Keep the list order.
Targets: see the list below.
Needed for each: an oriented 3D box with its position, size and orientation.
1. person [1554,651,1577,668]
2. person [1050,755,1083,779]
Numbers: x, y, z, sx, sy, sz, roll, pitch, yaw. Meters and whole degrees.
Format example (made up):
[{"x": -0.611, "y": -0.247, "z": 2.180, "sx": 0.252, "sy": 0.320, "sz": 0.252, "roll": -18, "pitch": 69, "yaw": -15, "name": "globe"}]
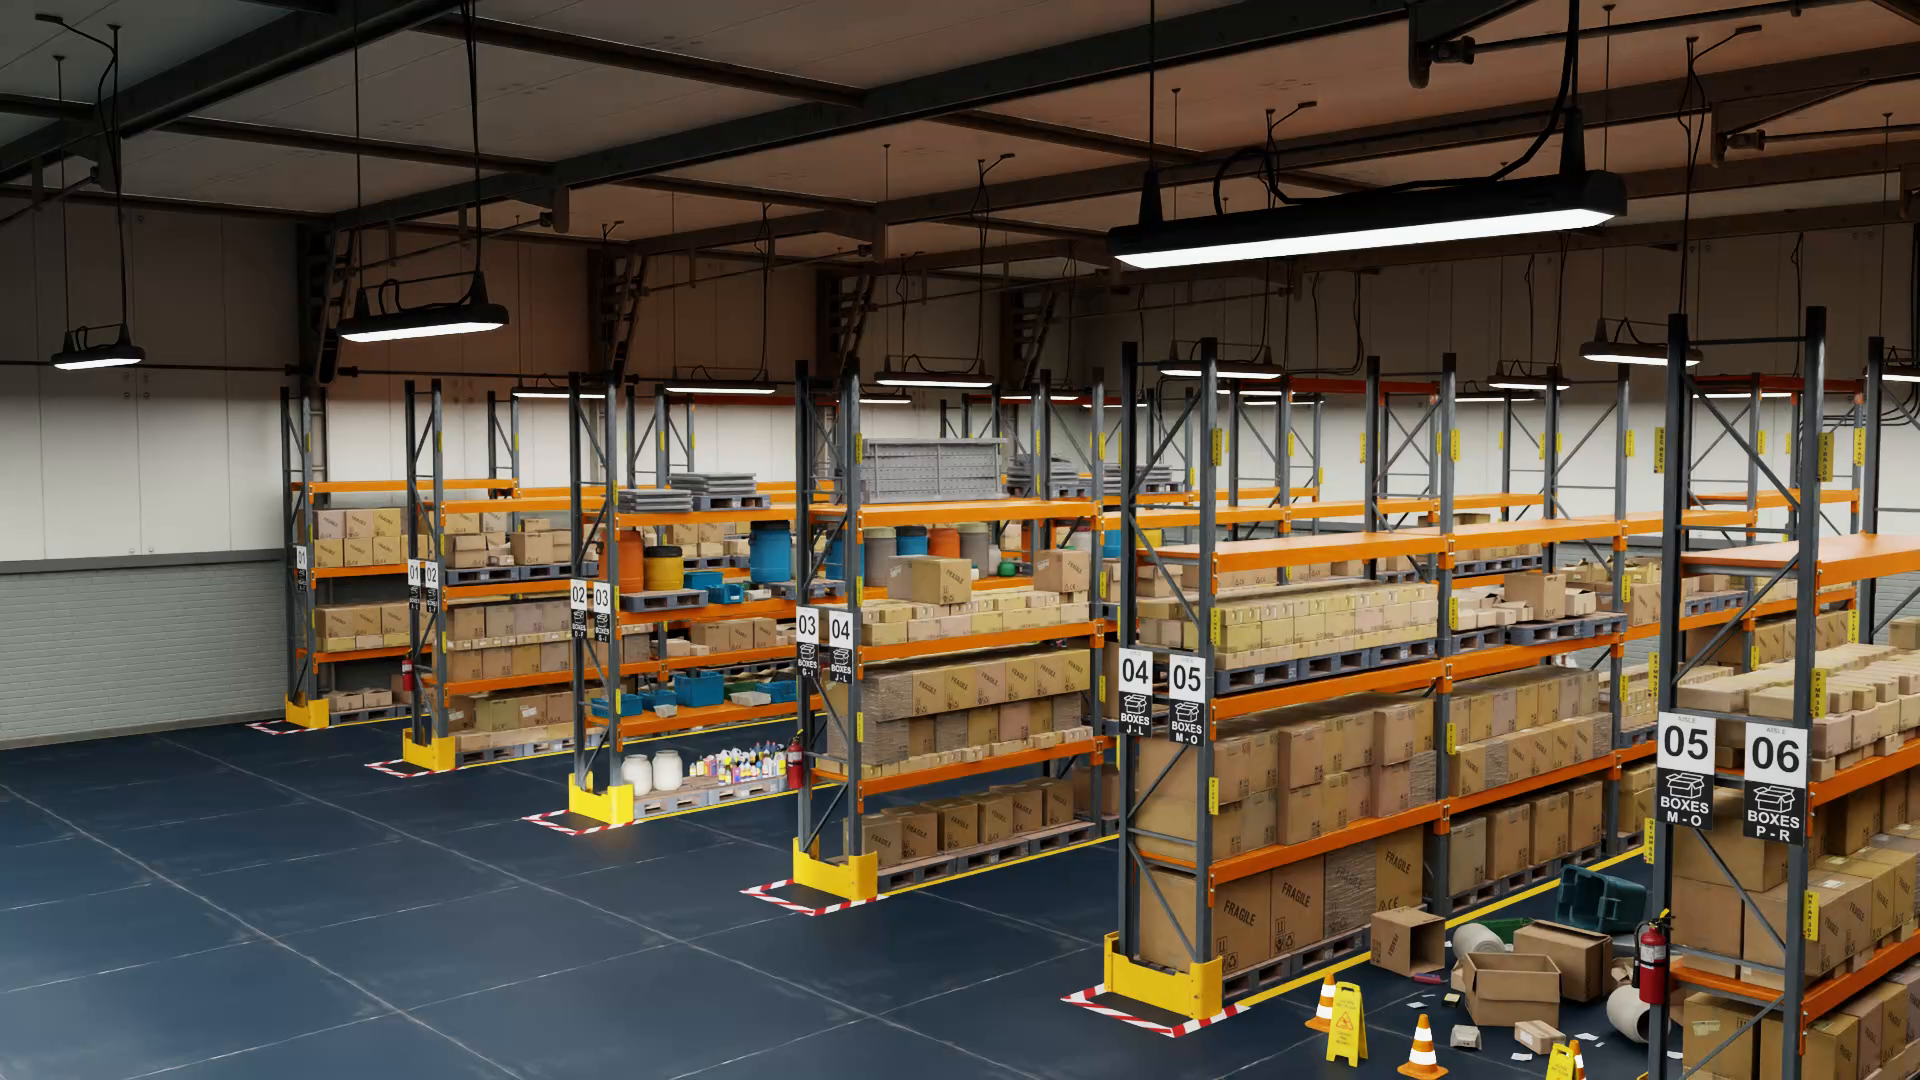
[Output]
[{"x": 11.149, "y": 2.367, "z": 30.672, "sx": 0.449, "sy": 1.614, "sz": 0.998, "roll": -1, "pitch": 4, "yaw": -20, "name": "person"}, {"x": 1.478, "y": 2.766, "z": 23.719, "sx": 0.705, "sy": 1.775, "sz": 0.622, "roll": -2, "pitch": 4, "yaw": -33, "name": "person"}]
